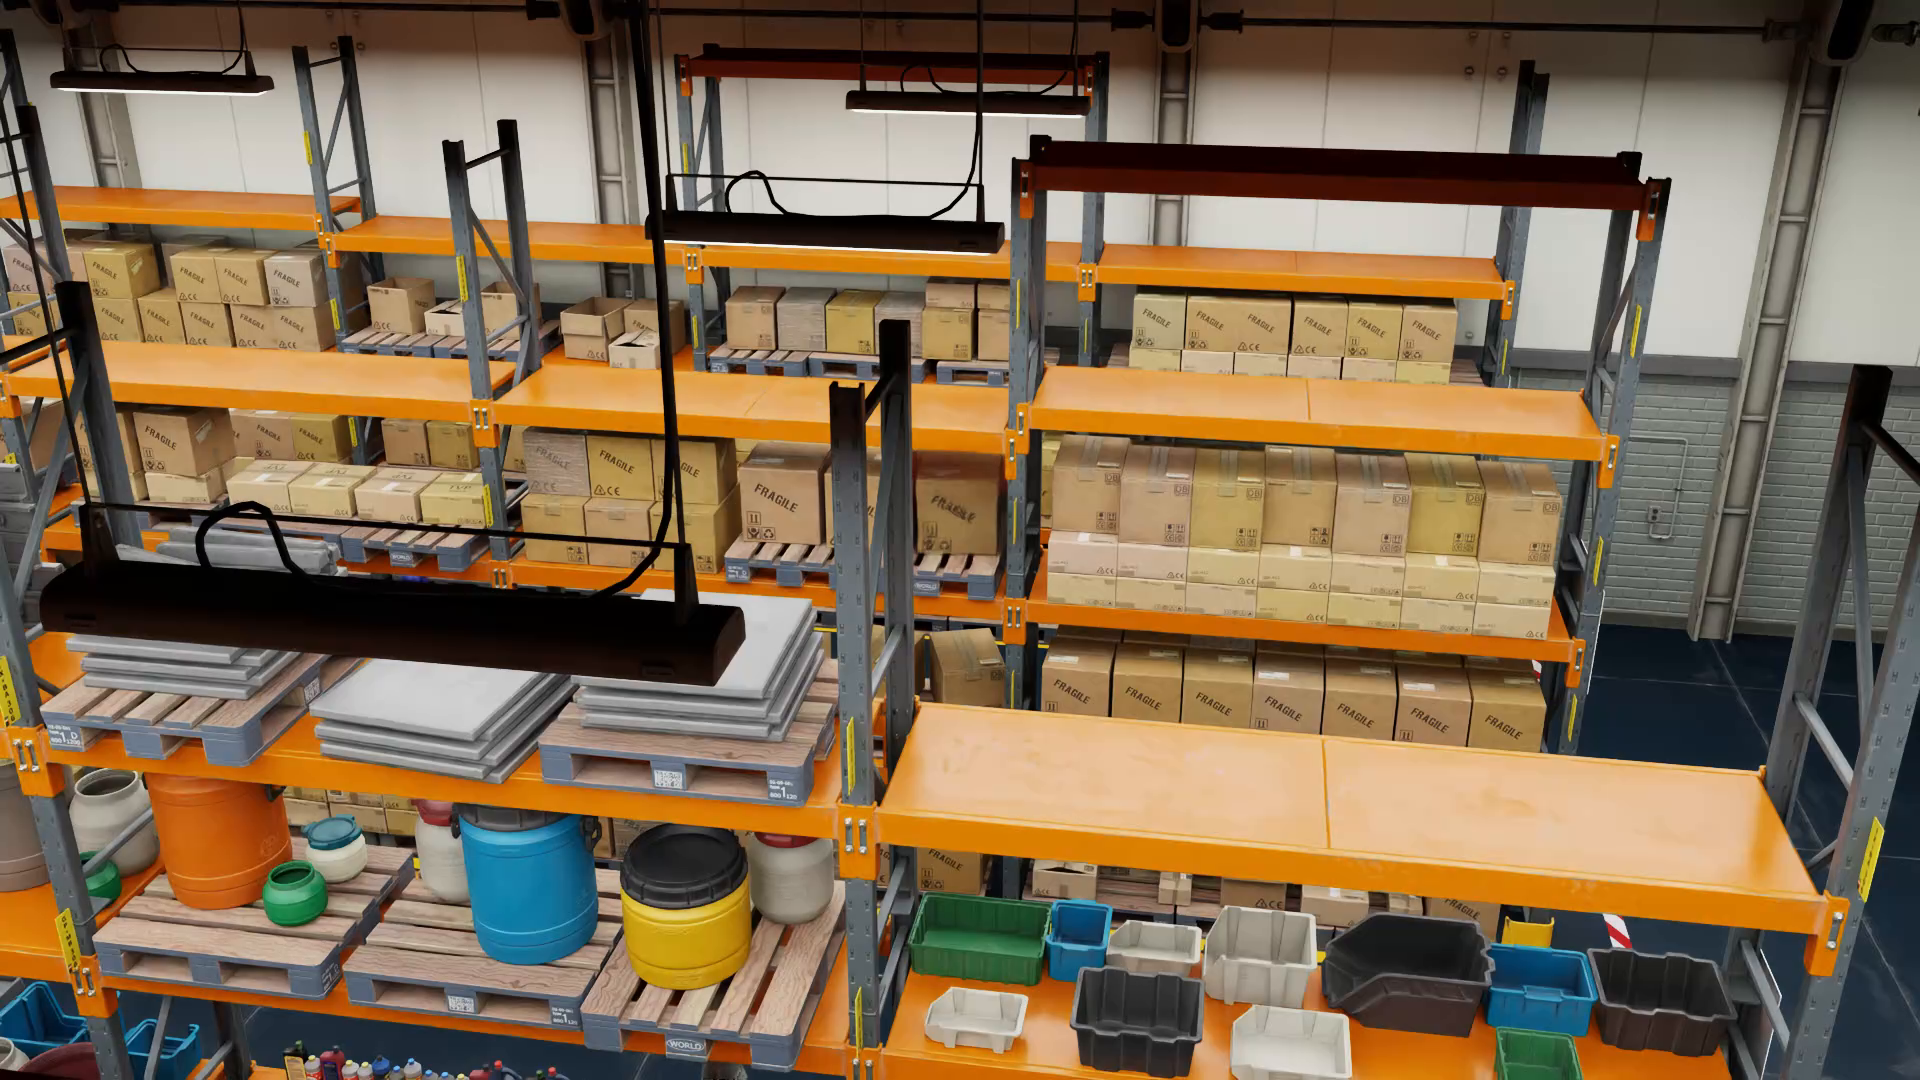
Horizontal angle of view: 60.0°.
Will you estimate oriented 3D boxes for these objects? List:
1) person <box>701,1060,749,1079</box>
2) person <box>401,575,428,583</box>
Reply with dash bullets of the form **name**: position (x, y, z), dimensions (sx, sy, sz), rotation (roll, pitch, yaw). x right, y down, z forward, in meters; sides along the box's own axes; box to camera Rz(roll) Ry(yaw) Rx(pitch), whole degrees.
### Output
- **person**: position (-1.396, 3.170, 10.698), dimensions (0.643, 1.740, 0.598), rotation (9, 25, 20)
- **person**: position (-5.340, 0.749, 16.511), dimensions (0.906, 1.612, 0.479), rotation (-4, 23, -9)
